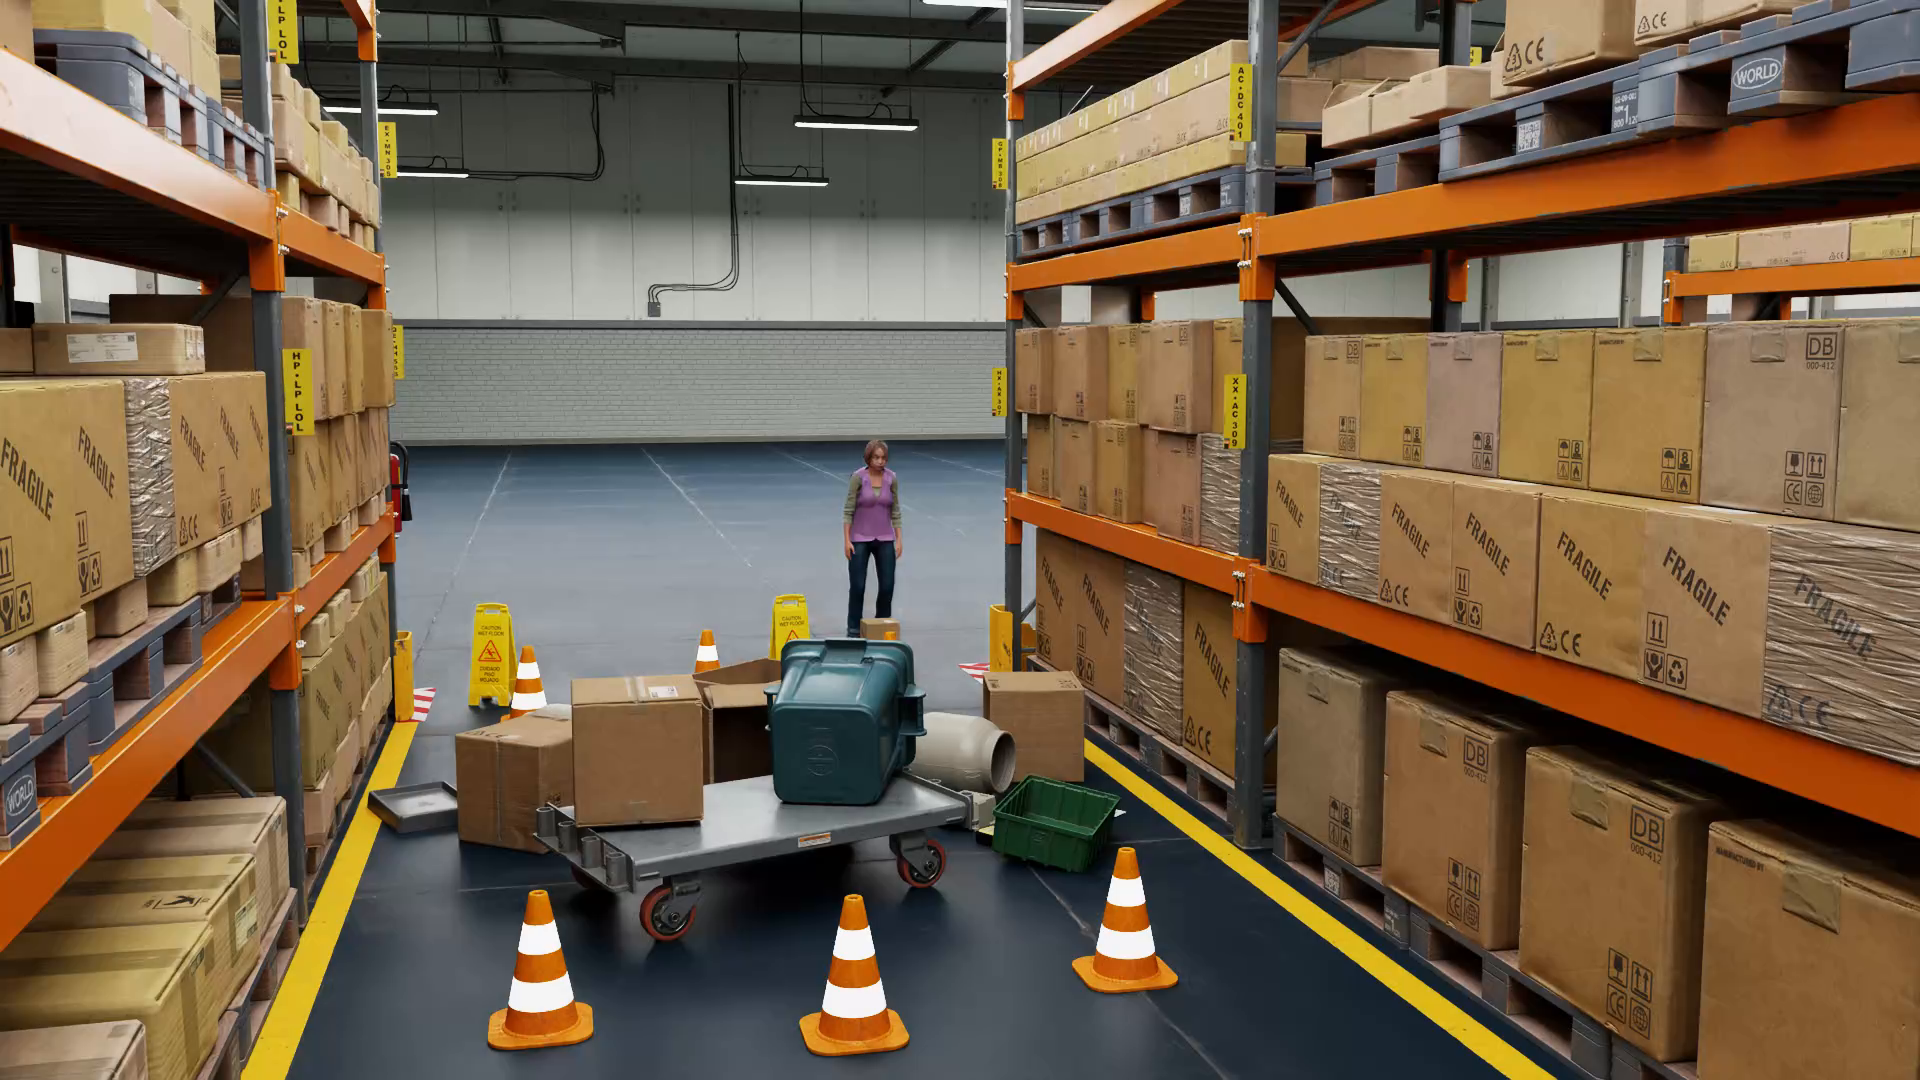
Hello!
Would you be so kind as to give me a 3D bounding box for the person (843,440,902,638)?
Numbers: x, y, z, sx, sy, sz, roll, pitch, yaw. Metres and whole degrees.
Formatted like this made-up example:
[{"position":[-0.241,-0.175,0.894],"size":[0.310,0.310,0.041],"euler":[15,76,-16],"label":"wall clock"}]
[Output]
[{"position":[-0.662,0.041,12.564],"size":[0.478,1.580,0.345],"euler":[-2,7,-17],"label":"person"}]
